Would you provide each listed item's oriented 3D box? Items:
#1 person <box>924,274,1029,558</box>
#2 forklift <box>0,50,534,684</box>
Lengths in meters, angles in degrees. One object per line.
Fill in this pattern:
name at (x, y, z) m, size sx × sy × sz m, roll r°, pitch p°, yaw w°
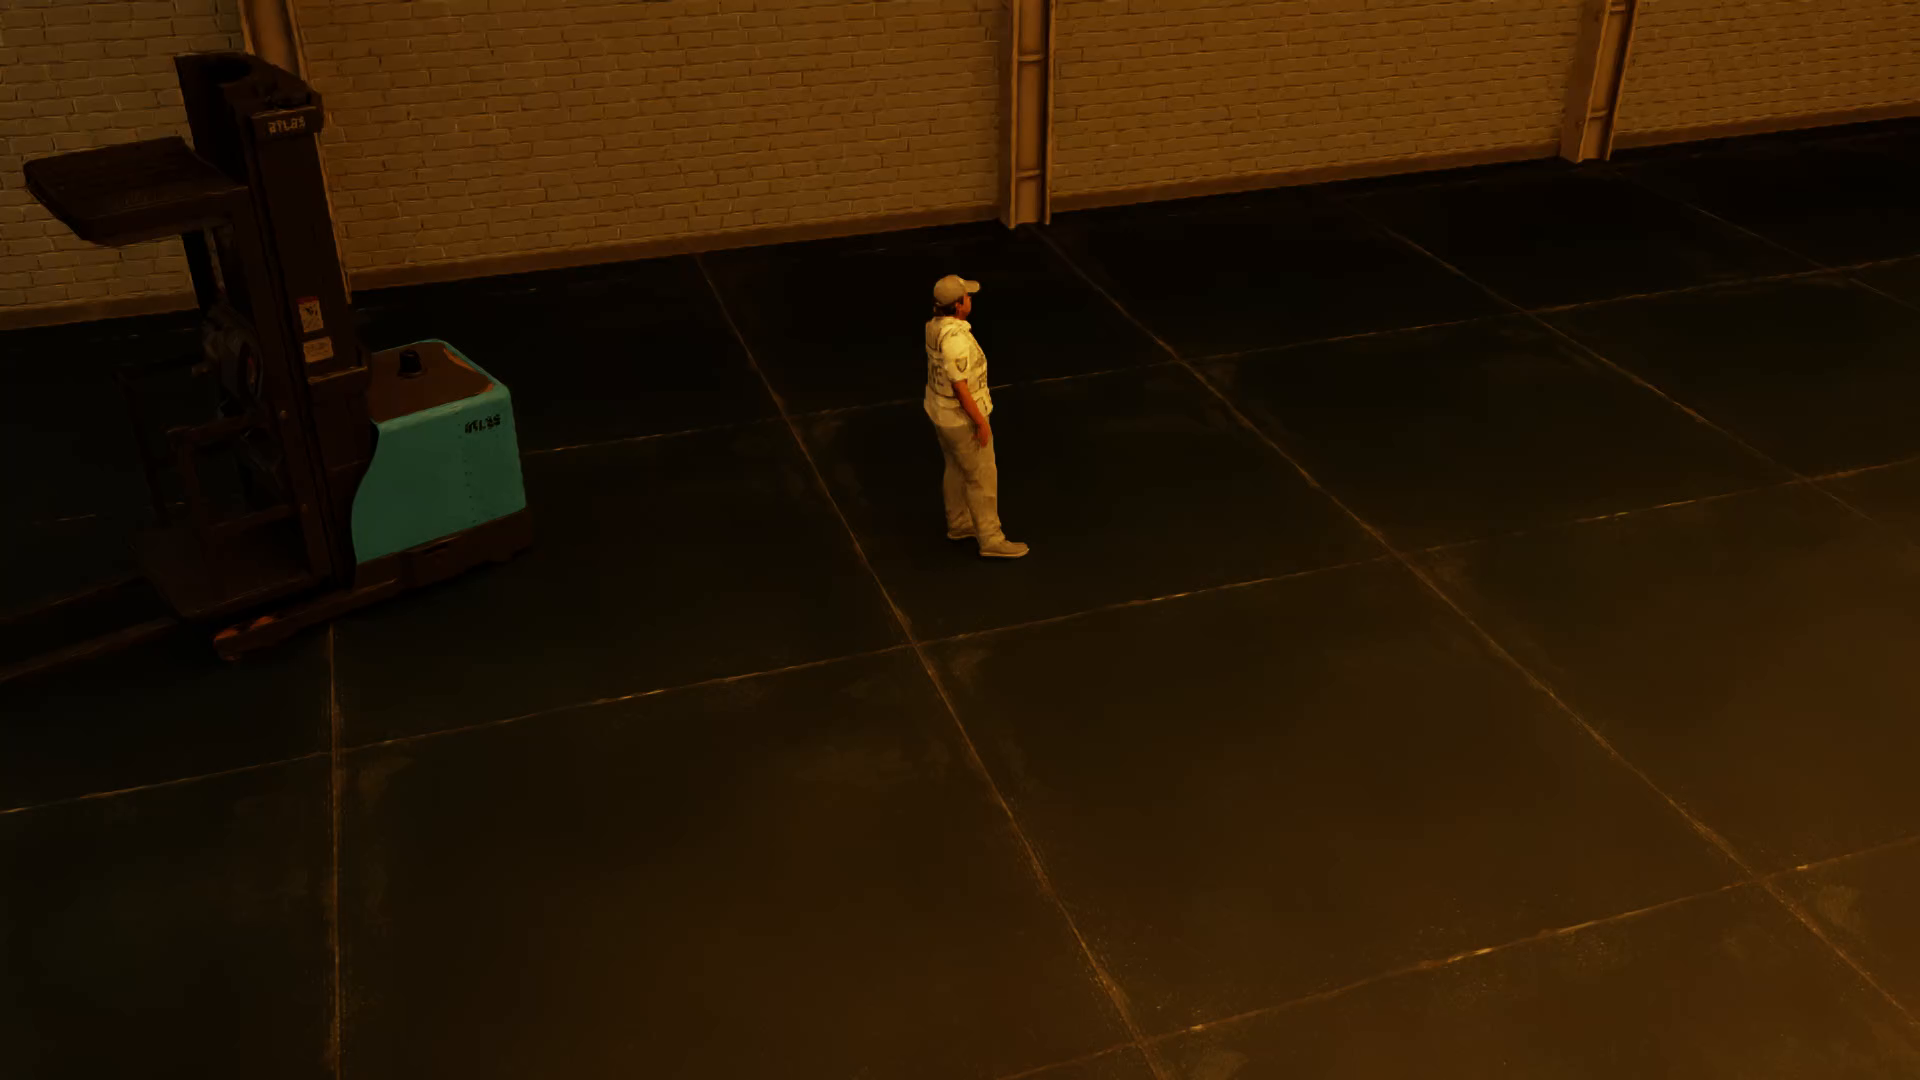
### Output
person at (0.080, -0.730, 9.609) m, size 0.529 × 1.669 × 0.598 m, roll -10°, pitch 31°, yaw -16°
forklift at (-3.995, -0.925, 8.695) m, size 3.031 × 2.935 × 1.130 m, roll -22°, pitch 36°, yaw -33°
